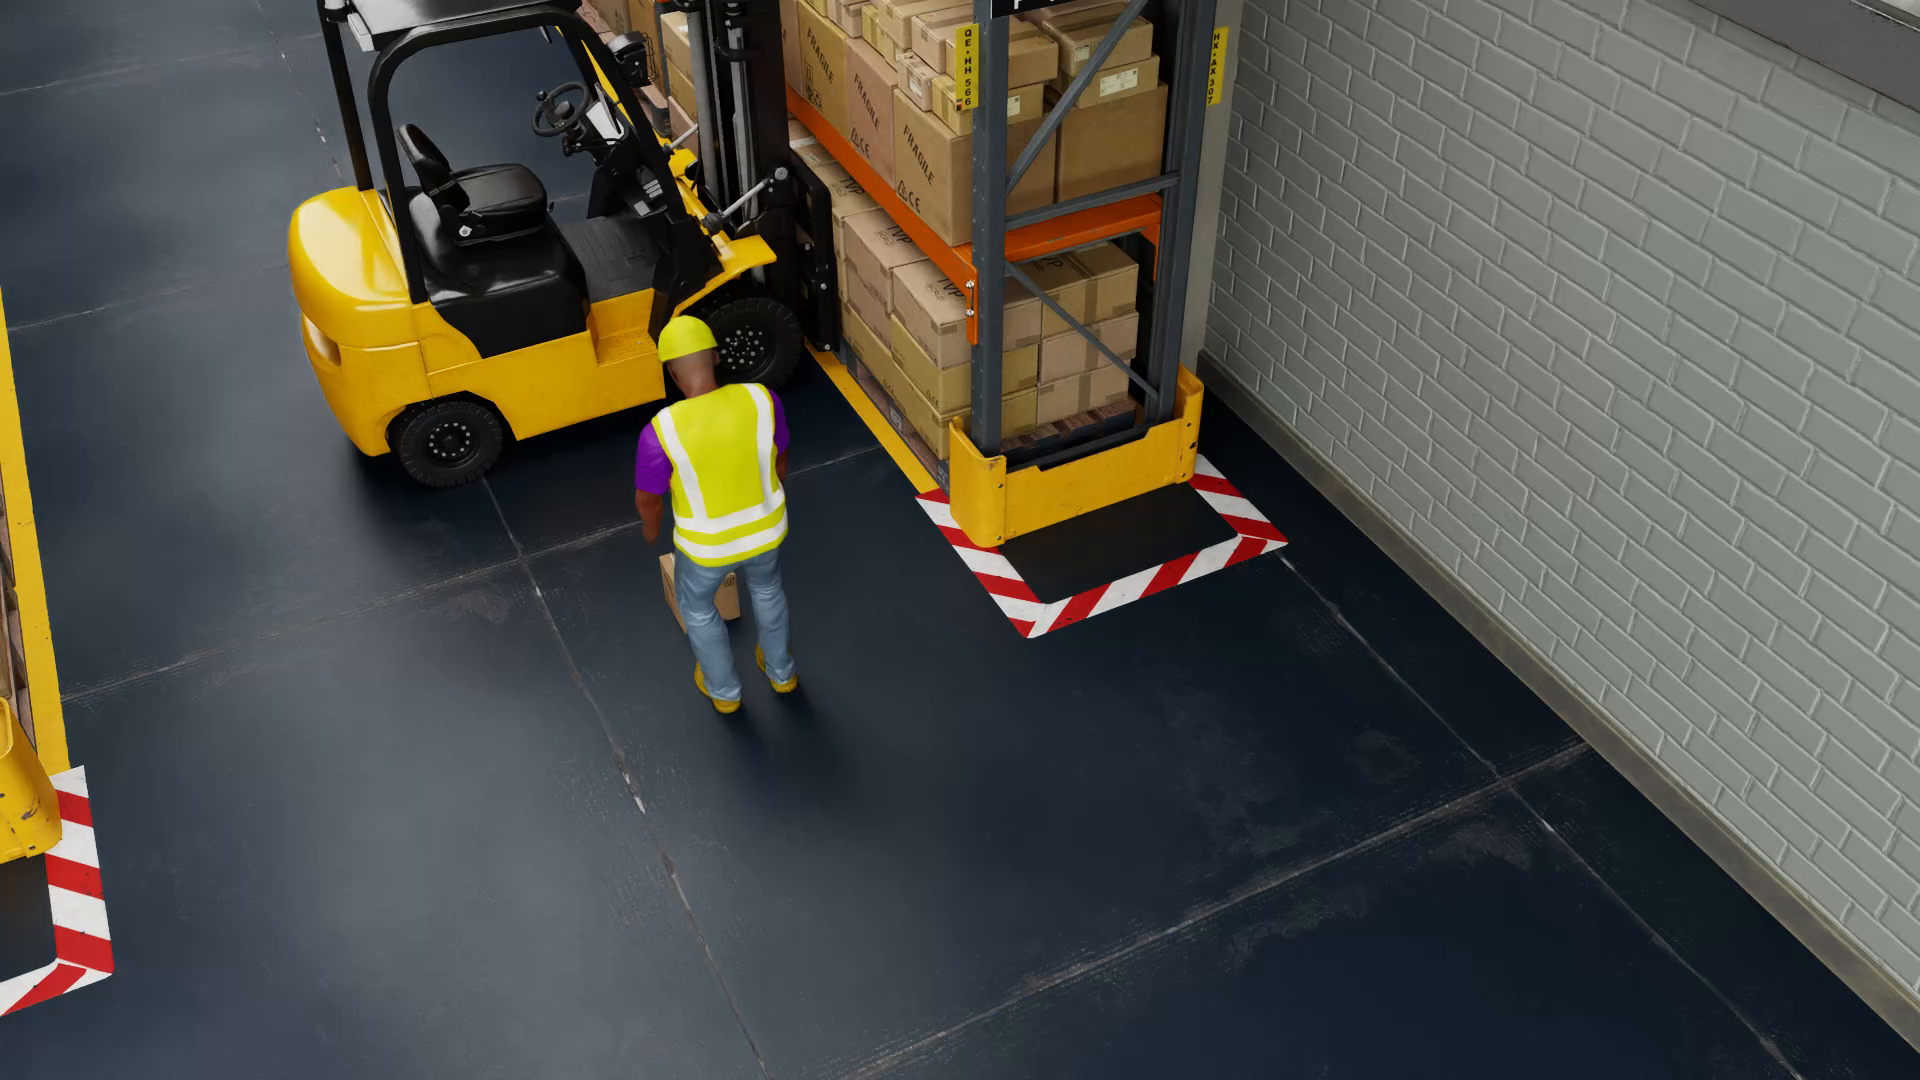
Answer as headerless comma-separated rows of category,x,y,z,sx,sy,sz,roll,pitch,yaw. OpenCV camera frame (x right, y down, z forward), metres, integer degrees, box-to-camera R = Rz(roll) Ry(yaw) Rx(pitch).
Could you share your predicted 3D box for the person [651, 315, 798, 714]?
person,-0.896,-0.070,6.268,0.454,1.707,0.471,-18,44,-19
